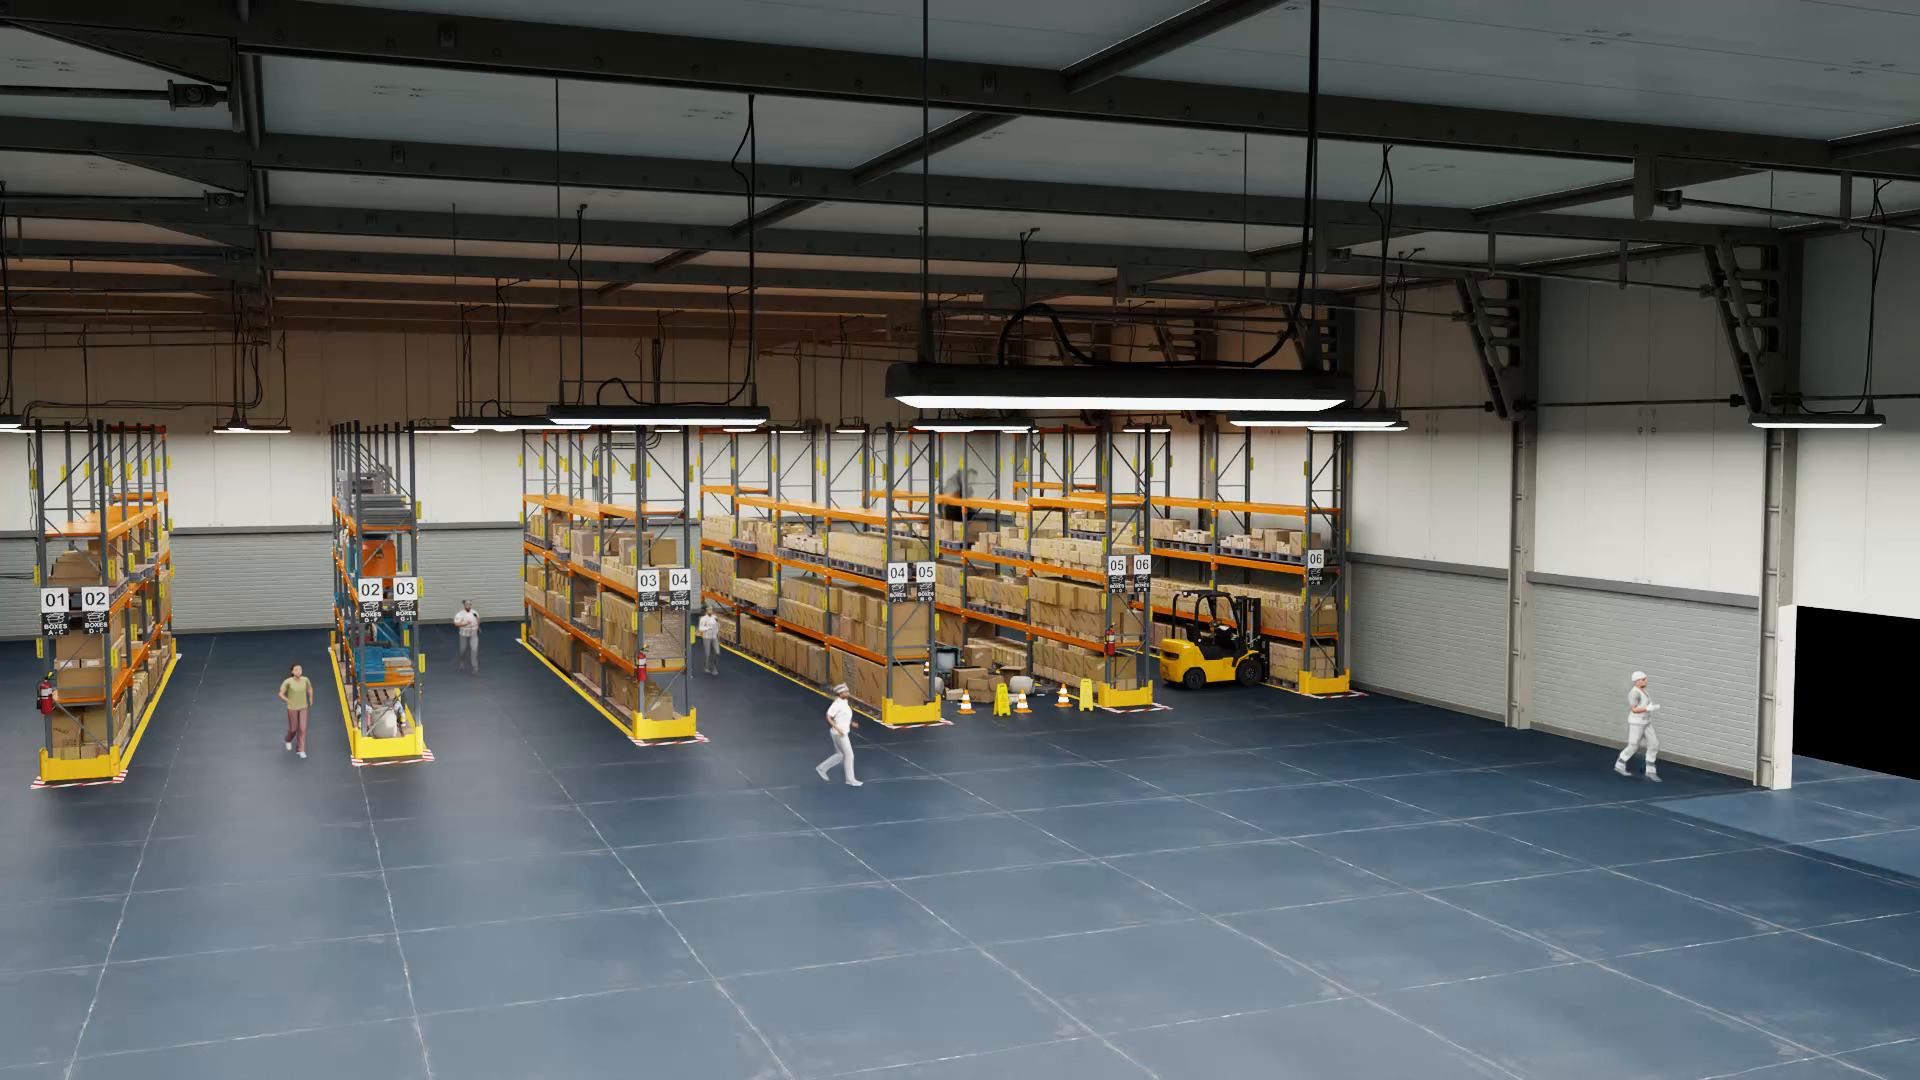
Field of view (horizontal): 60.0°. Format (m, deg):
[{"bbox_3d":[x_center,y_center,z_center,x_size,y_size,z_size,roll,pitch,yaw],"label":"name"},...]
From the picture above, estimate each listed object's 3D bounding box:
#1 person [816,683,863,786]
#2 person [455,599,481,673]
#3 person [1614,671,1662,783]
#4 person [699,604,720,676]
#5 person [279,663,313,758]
[{"bbox_3d":[-1.976,3.172,27.223,0.788,1.689,0.597,0,4,7],"label":"person"},{"bbox_3d":[-11.915,2.296,40.296,0.662,1.768,0.987,-2,4,-31],"label":"person"},{"bbox_3d":[11.268,3.088,27.589,0.632,1.832,0.765,-3,5,-42],"label":"person"},{"bbox_3d":[-5.969,2.393,39.818,0.592,1.734,0.684,-2,4,-29],"label":"person"},{"bbox_3d":[-11.903,3.035,29.854,0.602,1.668,0.771,-3,4,-37],"label":"person"}]
